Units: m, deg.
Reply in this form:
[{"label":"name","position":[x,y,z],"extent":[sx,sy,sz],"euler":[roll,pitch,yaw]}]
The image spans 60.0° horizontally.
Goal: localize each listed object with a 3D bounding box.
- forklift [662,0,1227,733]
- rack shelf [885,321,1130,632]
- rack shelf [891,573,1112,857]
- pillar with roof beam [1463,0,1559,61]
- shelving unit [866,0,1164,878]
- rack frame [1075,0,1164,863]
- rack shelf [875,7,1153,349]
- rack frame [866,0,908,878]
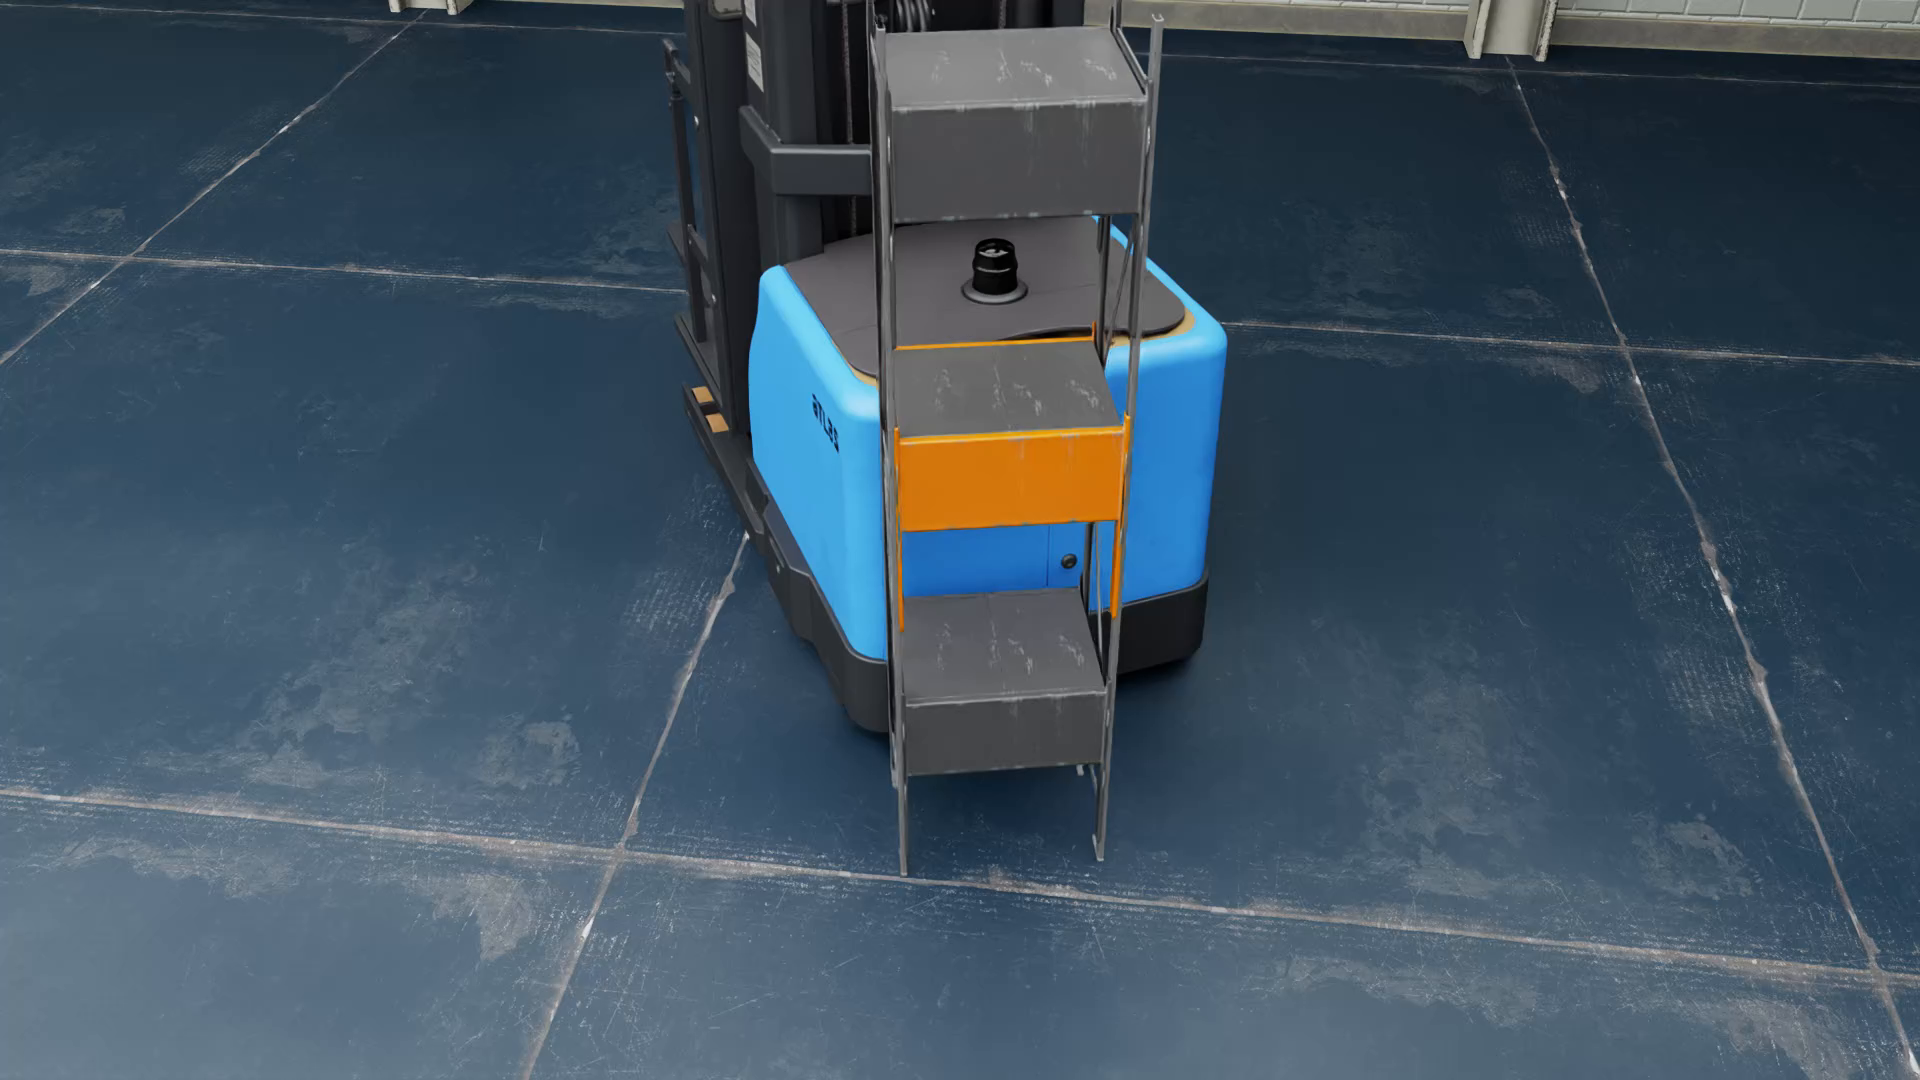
[{"label":"forklift","position":[-0.314,-1.535,4.878],"extent":[1.130,2.935,3.031],"euler":[-13,37,-17]},{"label":"rack shelf","position":[0.086,-0.144,3.667],"extent":[0.480,0.518,0.431],"euler":[-3,36,-5]},{"label":"rack shelf","position":[0.086,0.426,4.074],"extent":[0.480,0.518,0.431],"euler":[-3,36,-5]},{"label":"pillar with roof beam","position":[2.377,-3.819,2.854],"extent":[0.400,9.000,9.100],"euler":[4,36,6]},{"label":"shelving unit","position":[0.086,-0.155,3.659],"extent":[0.503,2.100,0.431],"euler":[-3,36,-5]},{"label":"rack frame","position":[0.329,-0.169,3.679],"extent":[0.015,2.100,0.400],"euler":[-3,36,-5]},{"label":"rack shelf","position":[0.087,-0.713,3.260],"extent":[0.480,0.518,0.431],"euler":[-3,36,-5]},{"label":"rack frame","position":[-0.156,-0.141,3.639],"extent":[0.015,2.100,0.400],"euler":[-3,36,-5]}]
